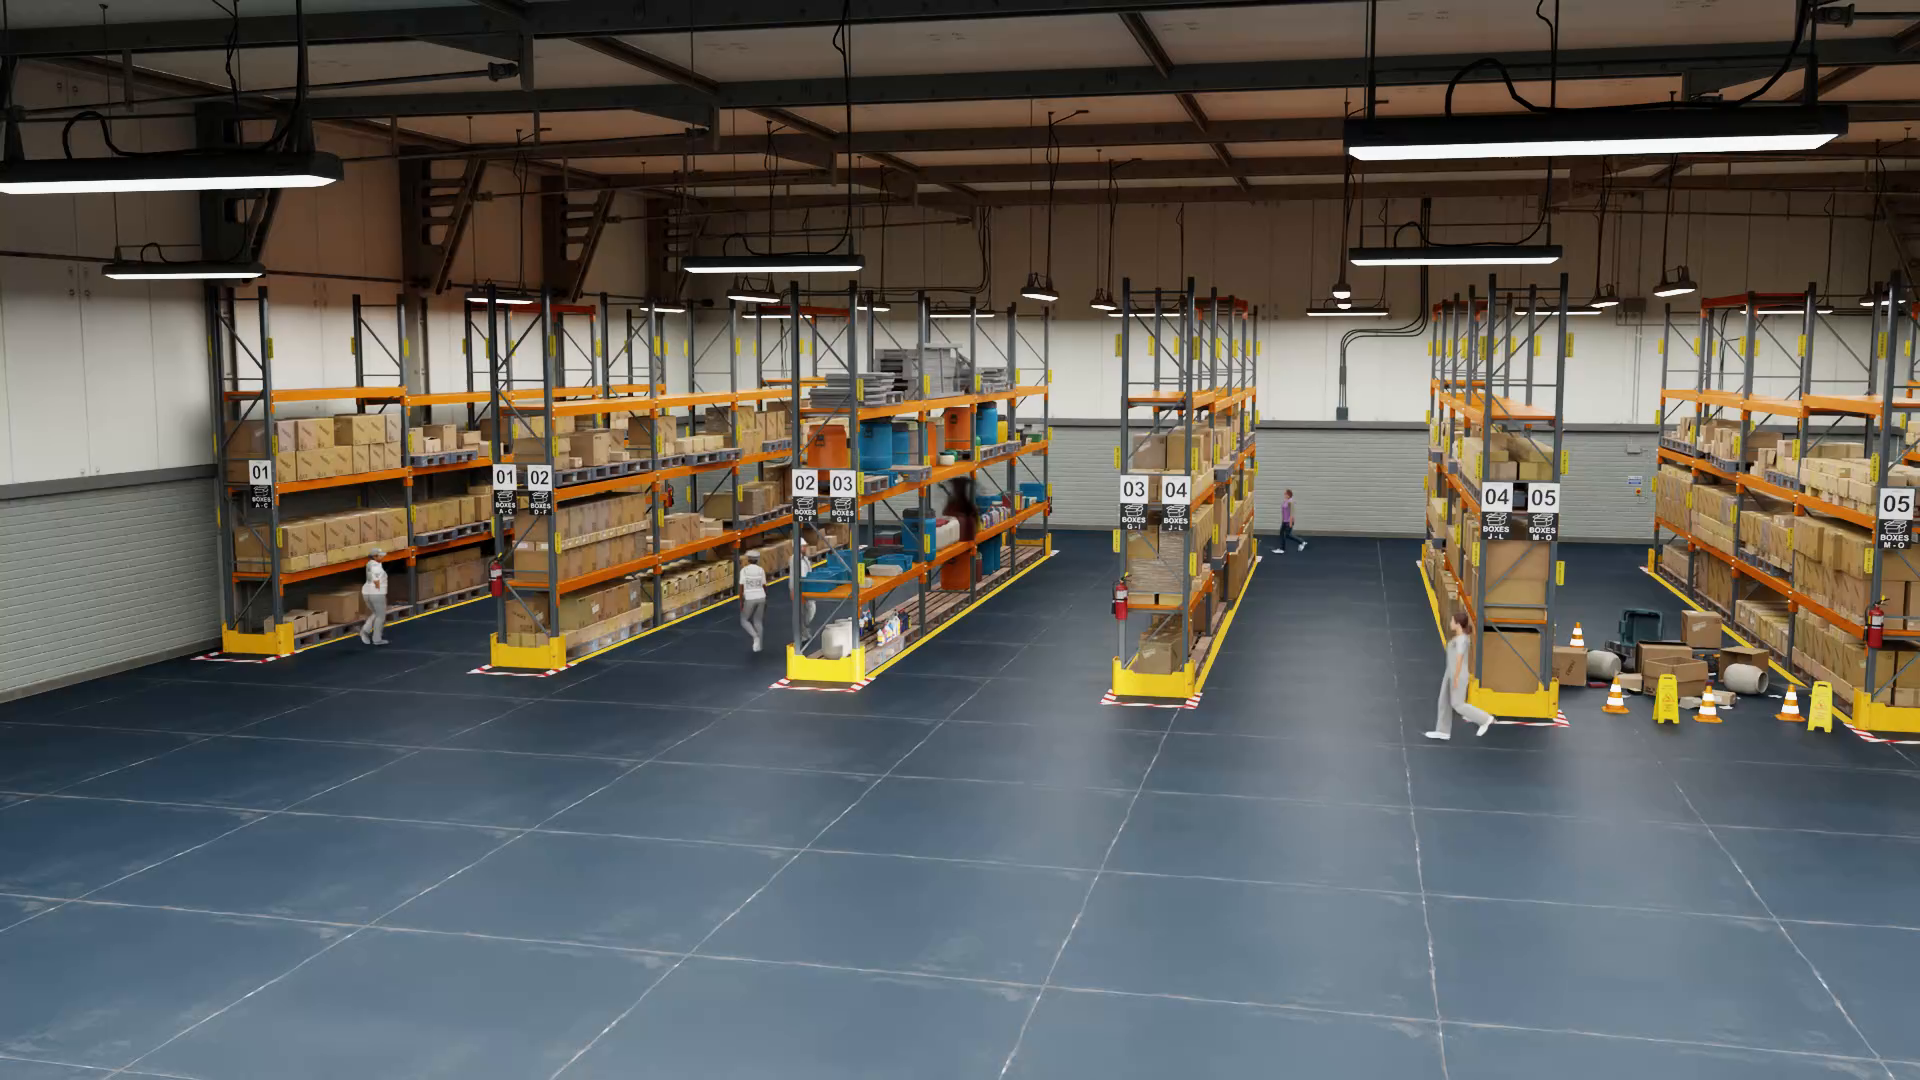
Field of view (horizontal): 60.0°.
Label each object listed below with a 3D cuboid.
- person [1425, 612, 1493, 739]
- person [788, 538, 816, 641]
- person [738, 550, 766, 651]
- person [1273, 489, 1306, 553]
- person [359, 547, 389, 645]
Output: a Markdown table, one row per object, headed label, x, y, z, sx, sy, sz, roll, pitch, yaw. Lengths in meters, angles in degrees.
| label | x | y | z | sx | sy | sz | roll | pitch | yaw |
| --- | --- | --- | --- | --- | --- | --- | --- | --- | --- |
| person | 6.407 | 1.742 | 21.251 | 0.784 | 1.655 | 0.436 | -1 | 7 | -5 |
| person | -2.737 | 0.856 | 28.604 | 0.377 | 1.800 | 0.592 | 3 | 7 | 25 |
| person | -3.410 | 1.016 | 27.427 | 0.495 | 1.662 | 0.493 | -5 | 8 | -35 |
| person | 8.067 | -0.461 | 40.680 | 0.762 | 1.574 | 0.447 | 0 | 7 | -3 |
| person | -9.873 | 0.945 | 28.067 | 0.492 | 1.659 | 0.505 | 5 | 8 | 38 |
